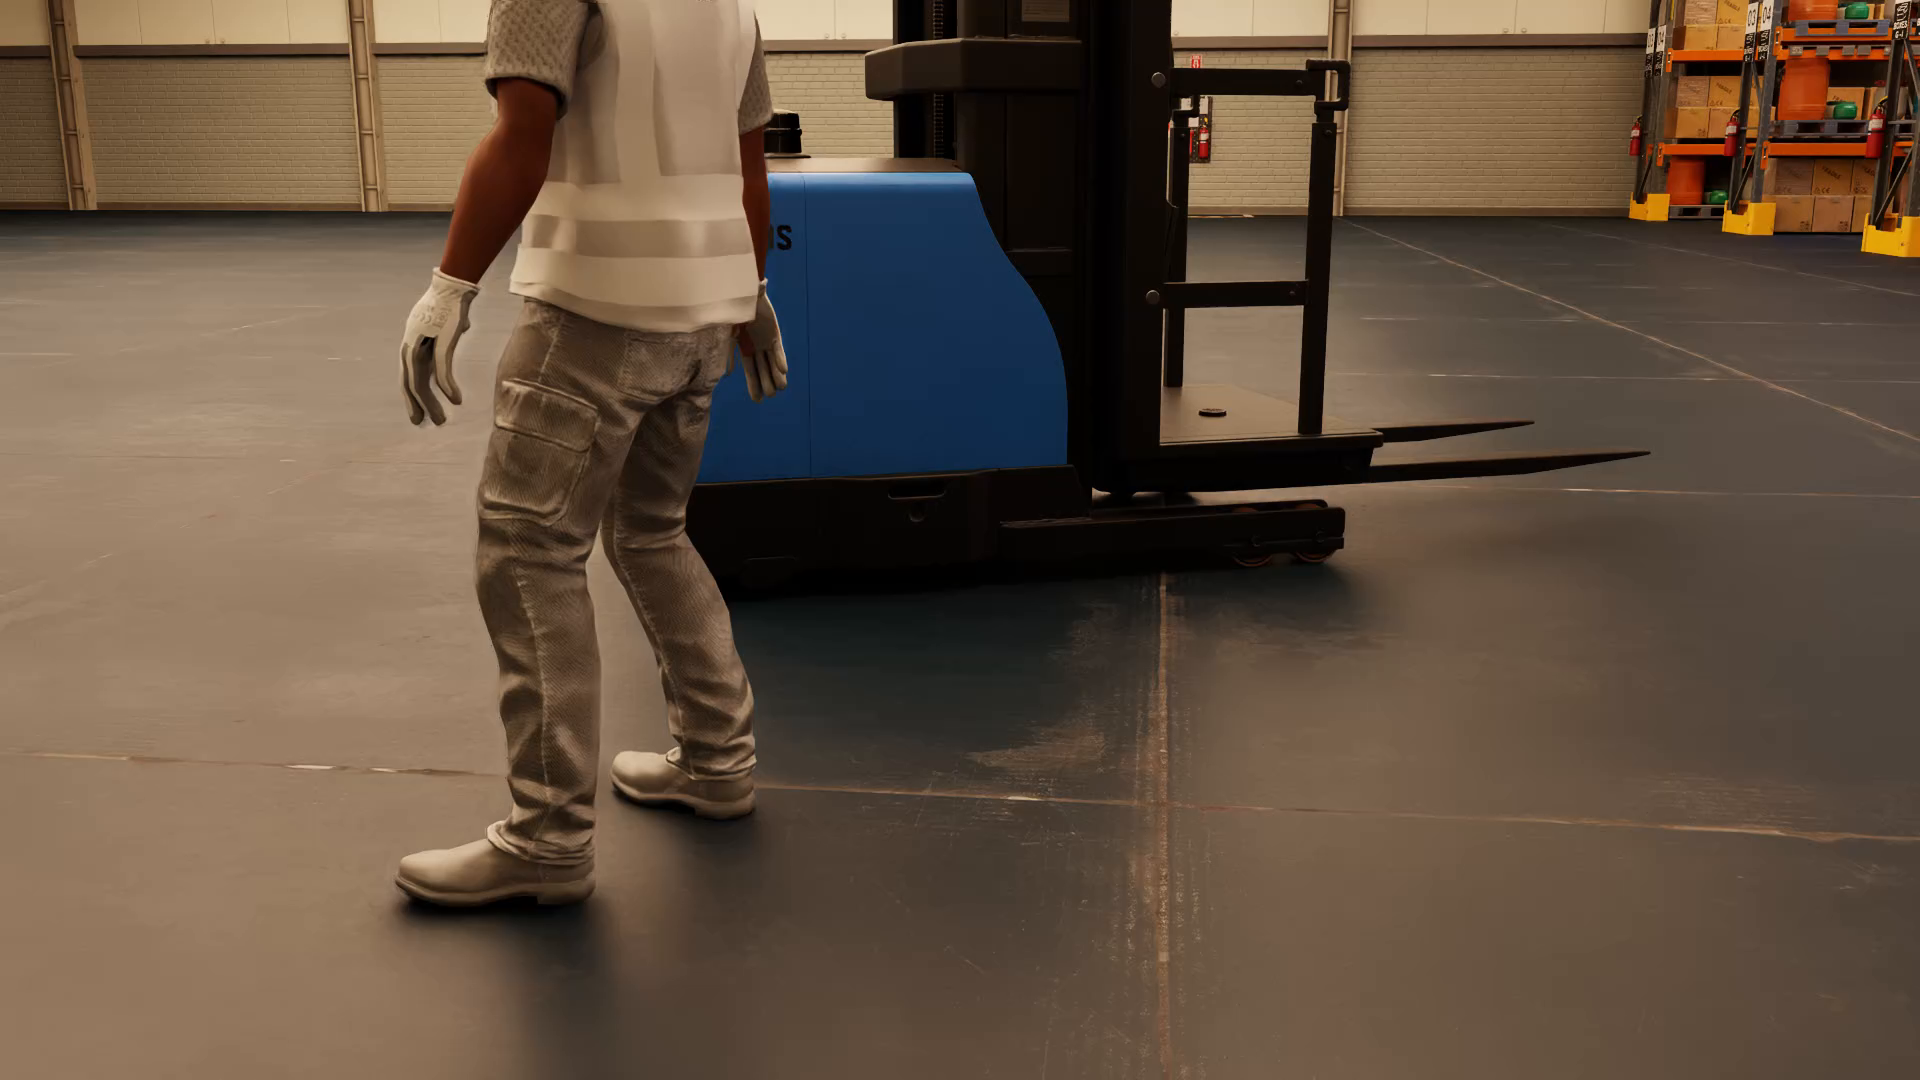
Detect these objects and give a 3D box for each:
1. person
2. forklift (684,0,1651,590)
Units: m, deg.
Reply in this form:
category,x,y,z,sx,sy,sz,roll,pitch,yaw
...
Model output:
category,x,y,z,sx,sy,sz,roll,pitch,yaw
person,-0.565,-0.367,2.670,0.417,1.753,0.821,5,14,20
forklift,0.587,-1.464,4.770,3.031,2.935,1.130,-4,14,-15
